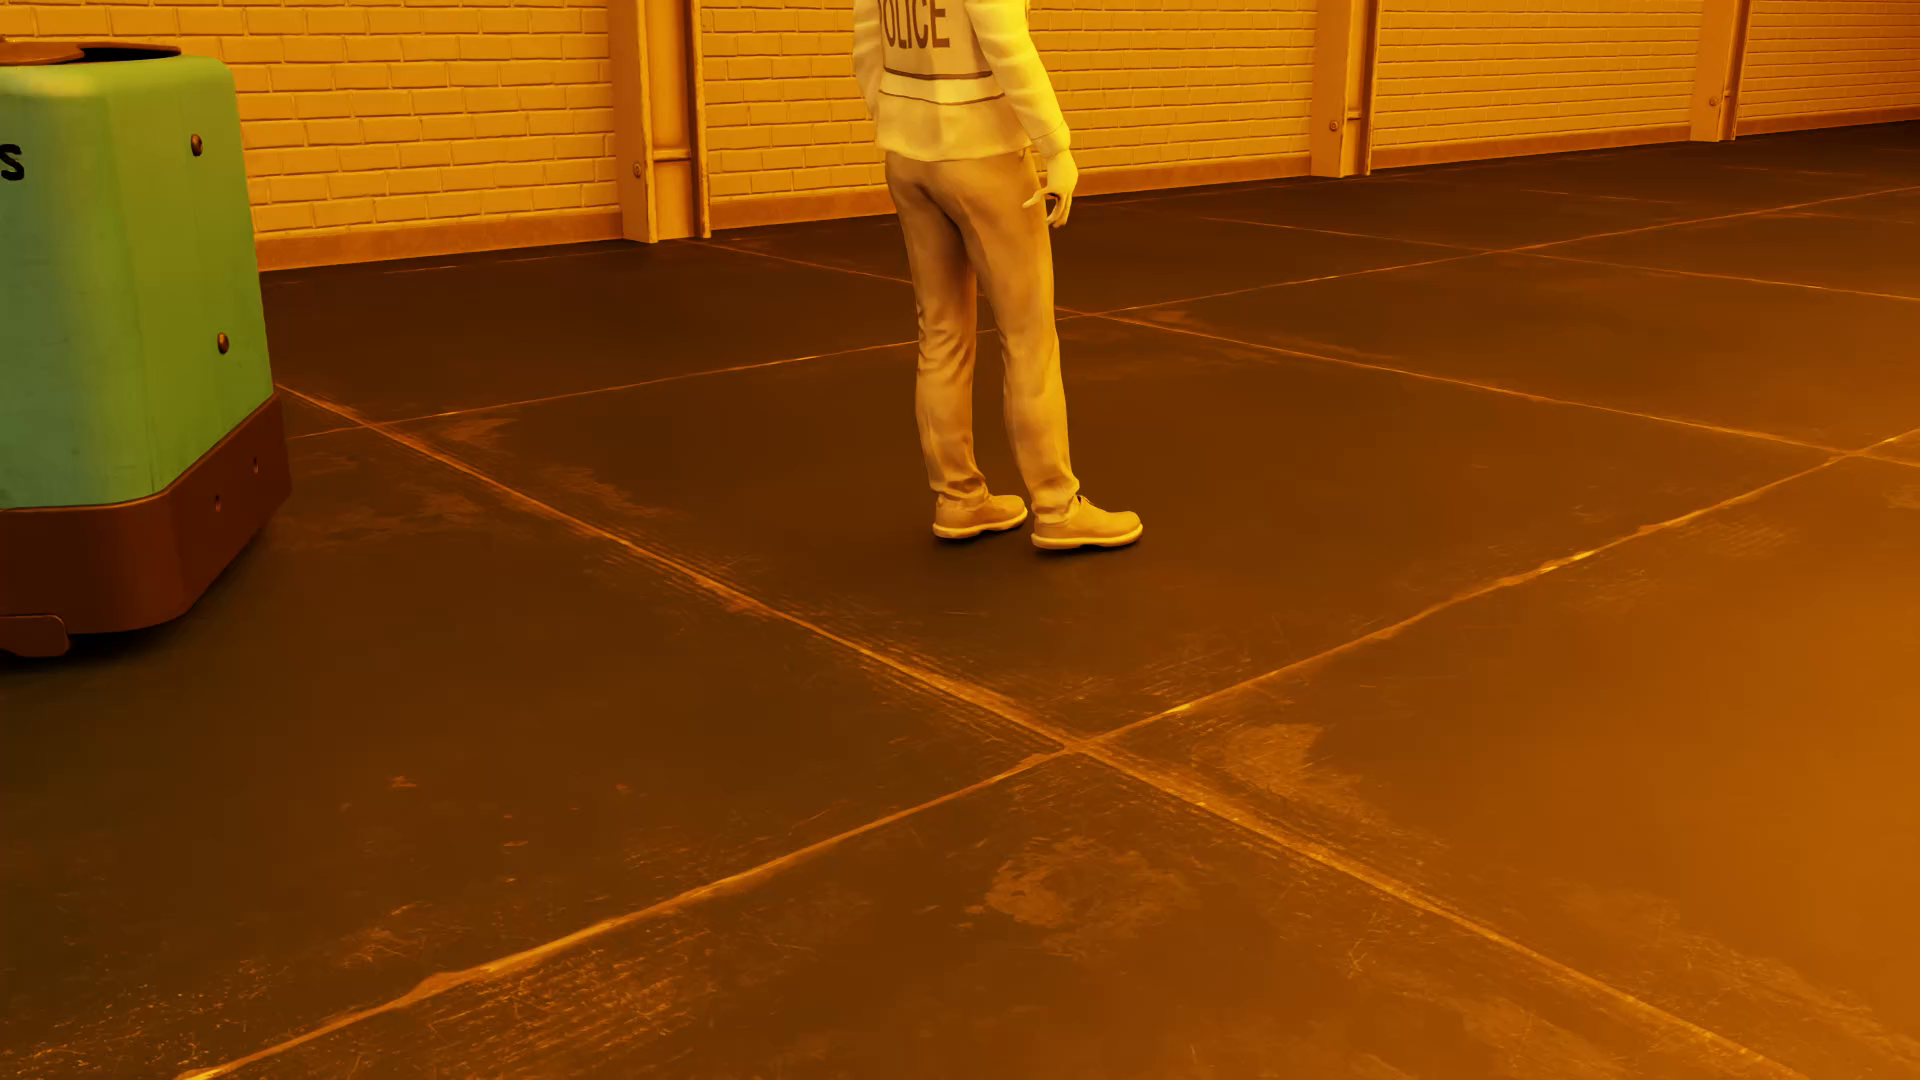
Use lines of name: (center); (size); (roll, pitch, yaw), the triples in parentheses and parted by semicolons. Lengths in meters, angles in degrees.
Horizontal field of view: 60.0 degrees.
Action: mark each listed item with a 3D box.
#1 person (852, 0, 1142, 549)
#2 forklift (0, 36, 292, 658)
person: (0.057, -0.827, 3.630); (0.532, 1.694, 0.586); (-14, 22, -38)
forklift: (-3.033, -1.253, 2.944); (3.031, 2.935, 1.130); (-3, 18, -8)
